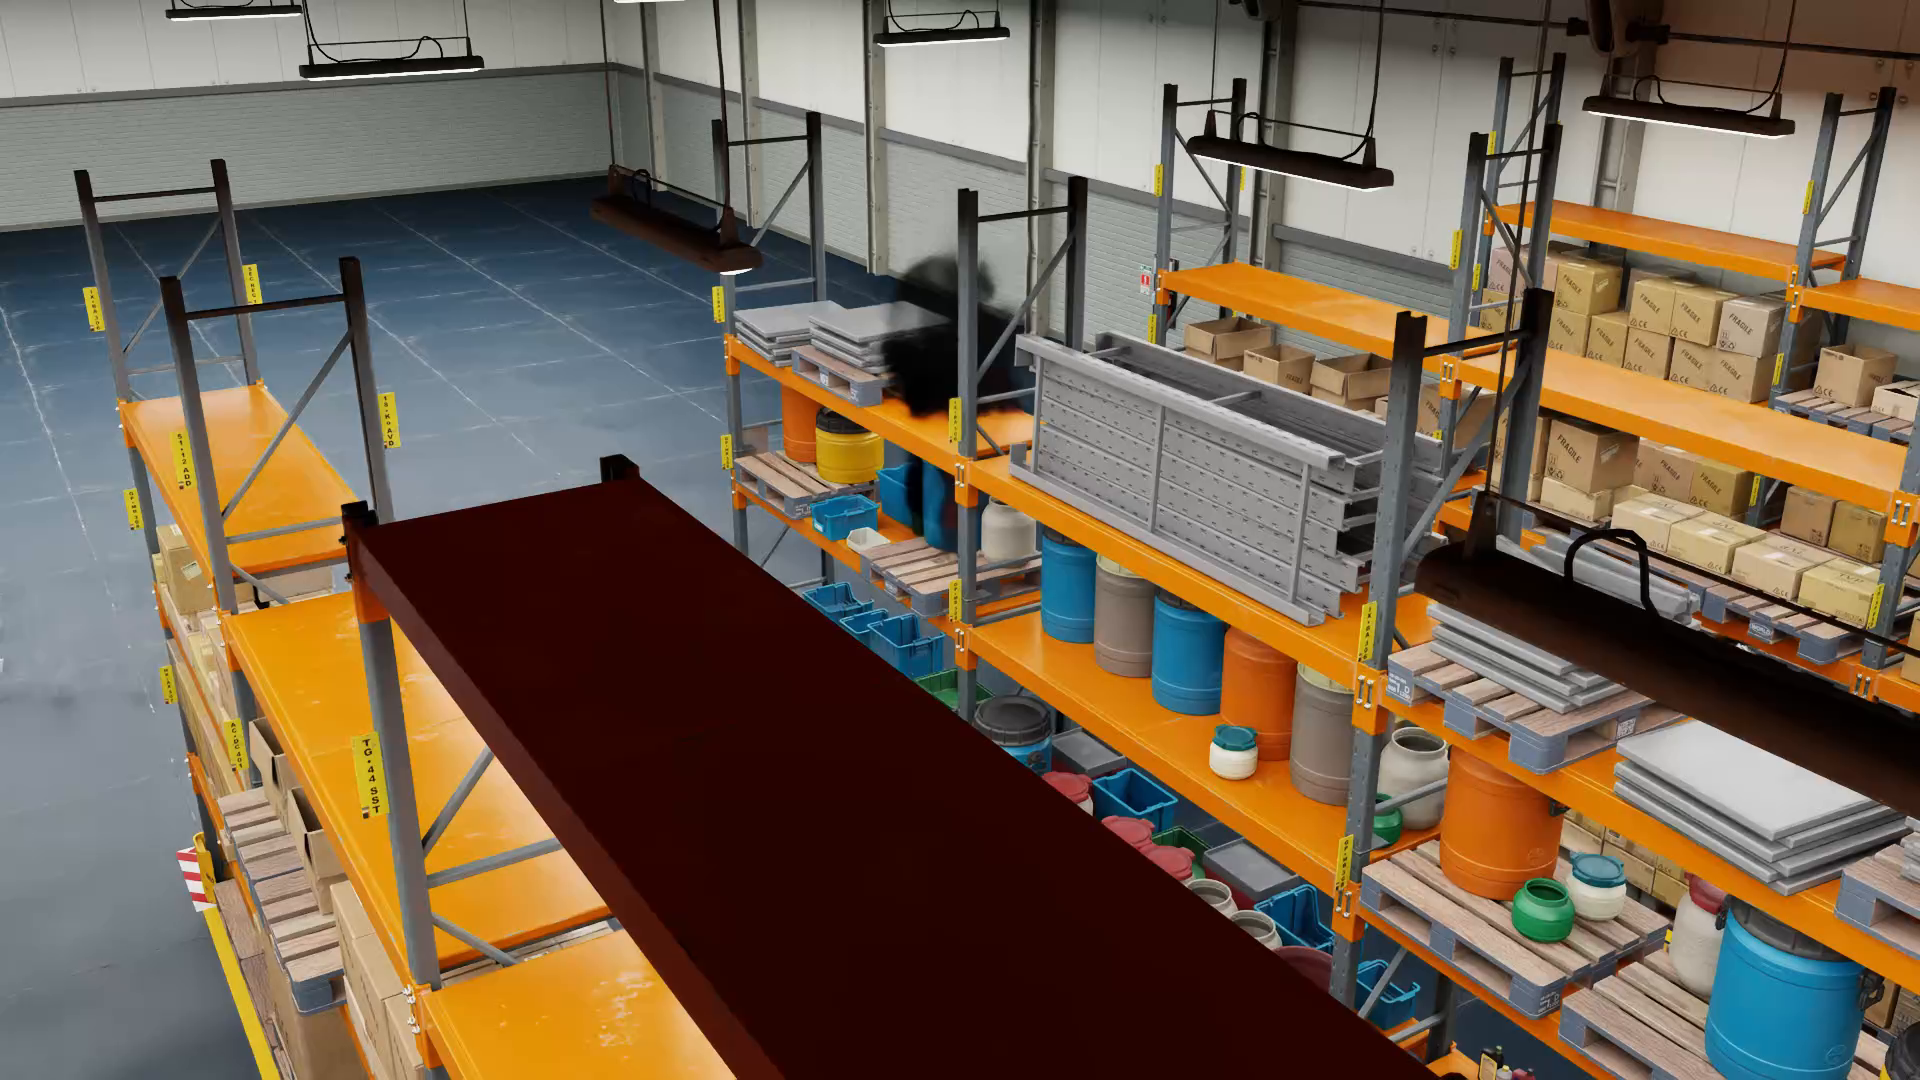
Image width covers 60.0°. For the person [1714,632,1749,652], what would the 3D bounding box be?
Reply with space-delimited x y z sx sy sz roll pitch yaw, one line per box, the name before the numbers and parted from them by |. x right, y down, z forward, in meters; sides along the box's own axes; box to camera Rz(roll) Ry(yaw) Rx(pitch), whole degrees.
person | 7.016 1.437 15.578 0.599 1.651 0.562 -18 28 -38
